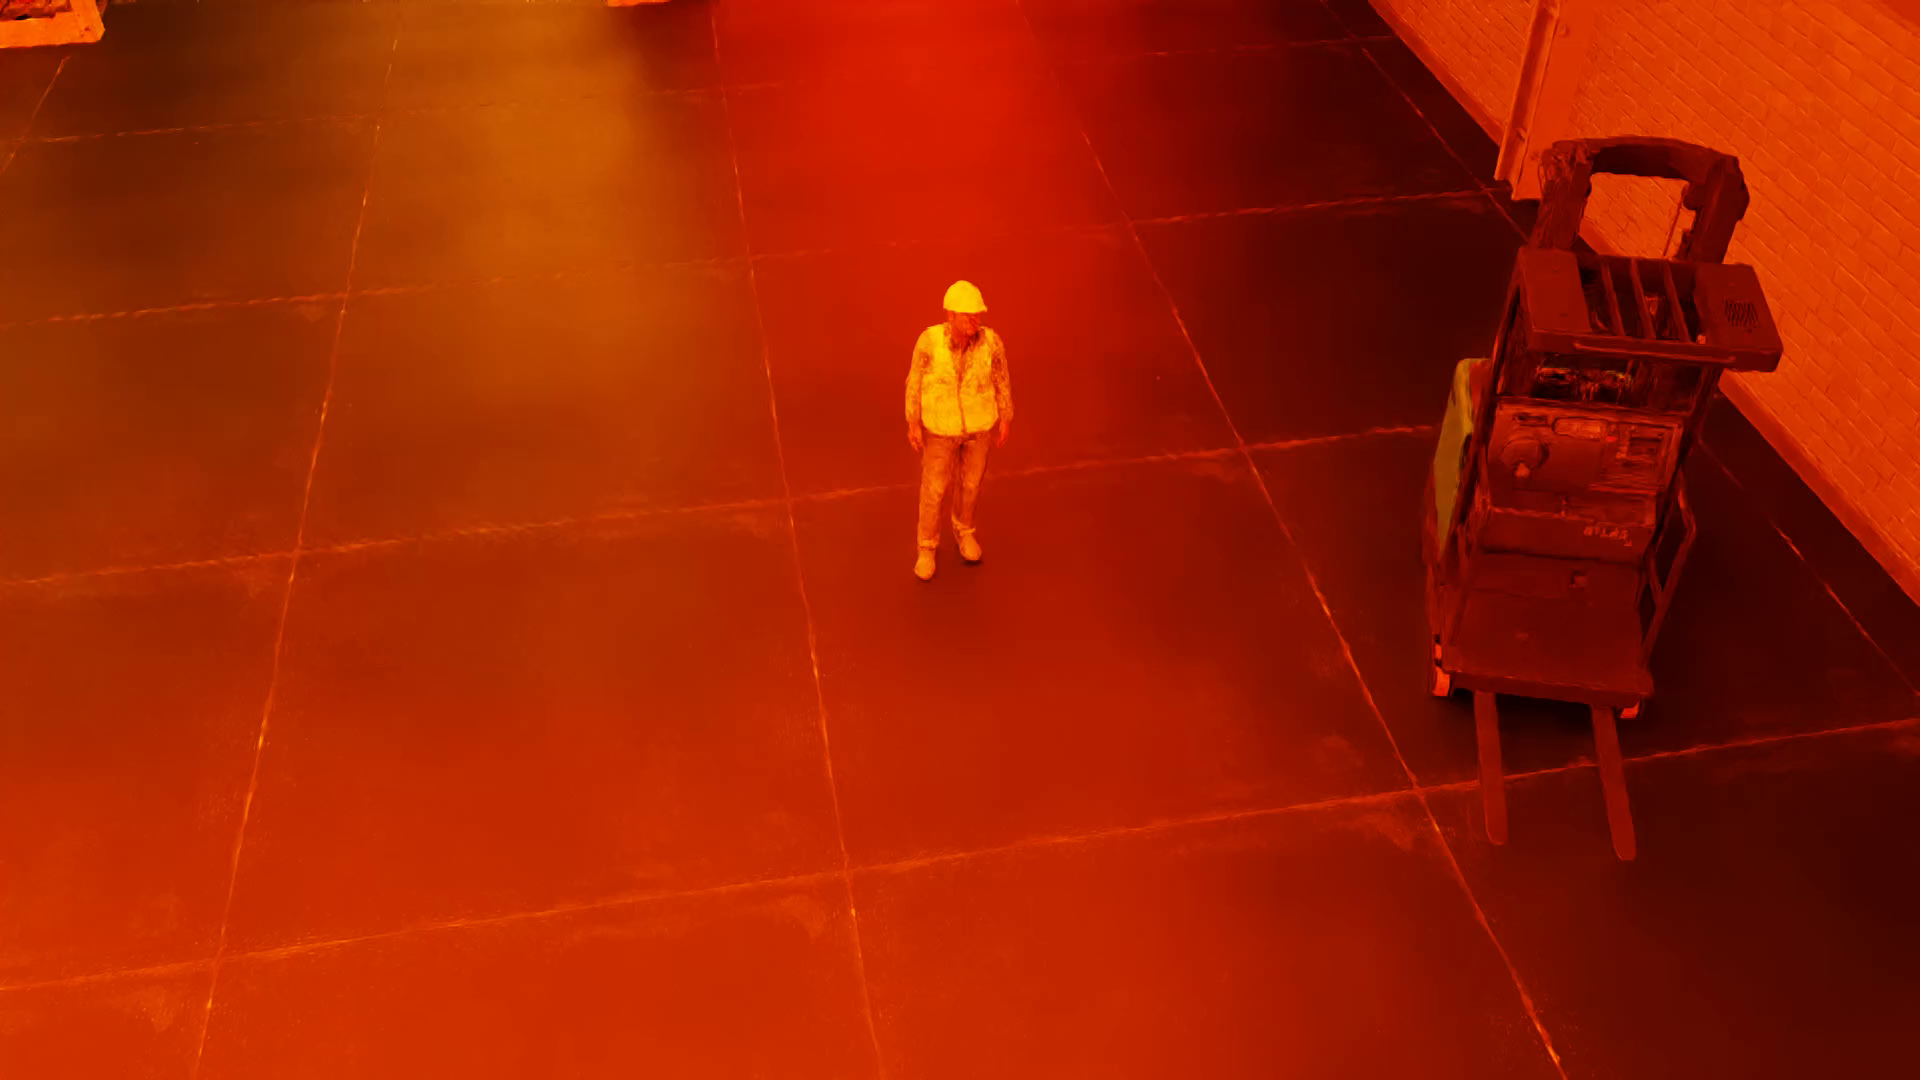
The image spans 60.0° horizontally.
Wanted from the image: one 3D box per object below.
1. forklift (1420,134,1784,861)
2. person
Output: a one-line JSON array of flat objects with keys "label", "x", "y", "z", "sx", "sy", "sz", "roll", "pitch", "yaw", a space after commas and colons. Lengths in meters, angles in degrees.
[{"label": "forklift", "x": 3.193, "y": -0.398, "z": 8.425, "sx": 1.130, "sy": 2.935, "sz": 3.031, "roll": 6, "pitch": 41, "yaw": 8}, {"label": "person", "x": 0.003, "y": -0.641, "z": 9.593, "sx": 0.632, "sy": 1.773, "sz": 0.567, "roll": -7, "pitch": 41, "yaw": -8}]
